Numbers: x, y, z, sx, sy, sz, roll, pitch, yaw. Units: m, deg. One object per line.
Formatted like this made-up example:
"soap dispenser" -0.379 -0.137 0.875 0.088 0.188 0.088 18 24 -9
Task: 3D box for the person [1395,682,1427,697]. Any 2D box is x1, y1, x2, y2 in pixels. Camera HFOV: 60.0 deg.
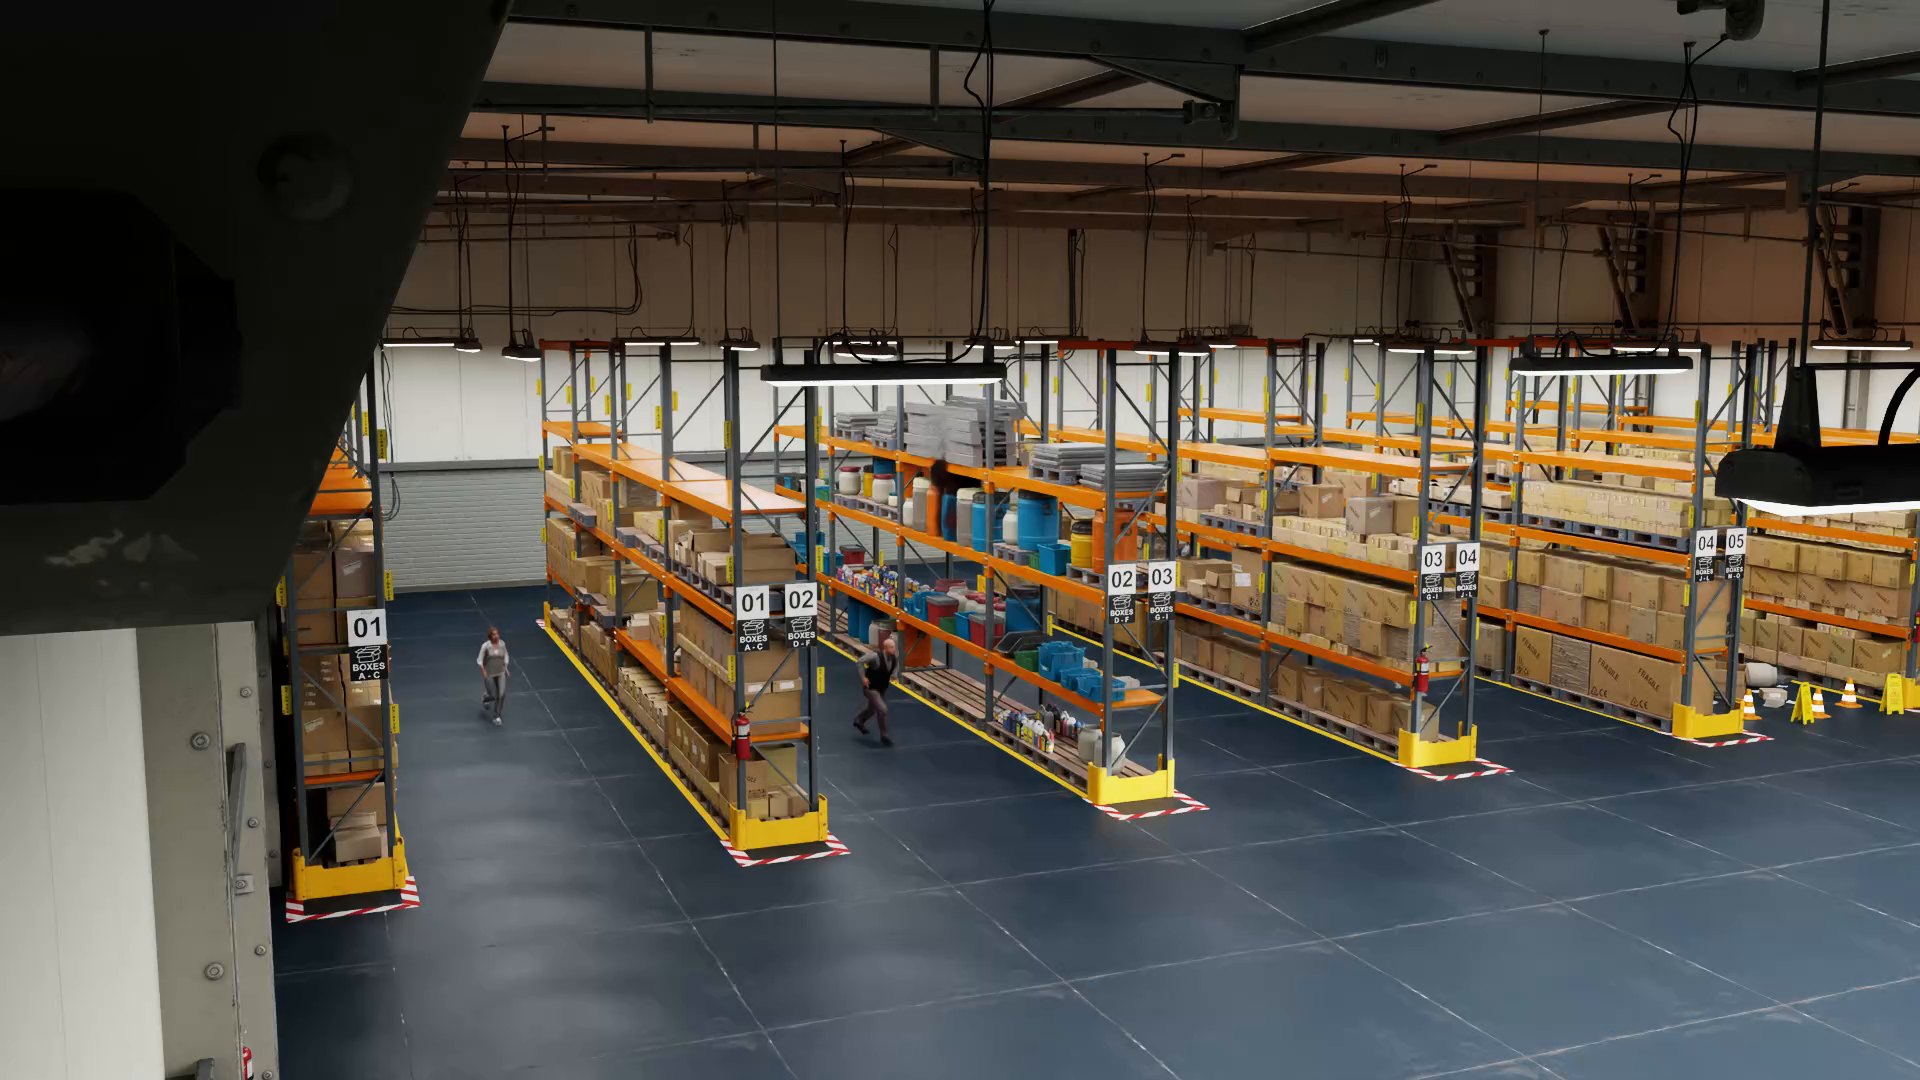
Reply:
"person" 7.819 1.835 28.329 0.709 1.648 0.532 -1 8 -11

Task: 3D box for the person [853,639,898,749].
"person" -1.320 2.282 25.128 0.704 1.689 0.980 -7 10 -42

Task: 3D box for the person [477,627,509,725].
"person" -7.433 2.186 26.486 0.517 1.462 0.660 -4 9 -30

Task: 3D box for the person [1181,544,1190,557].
"person" 5.820 0.071 41.463 0.709 1.802 0.684 -1 7 -5
